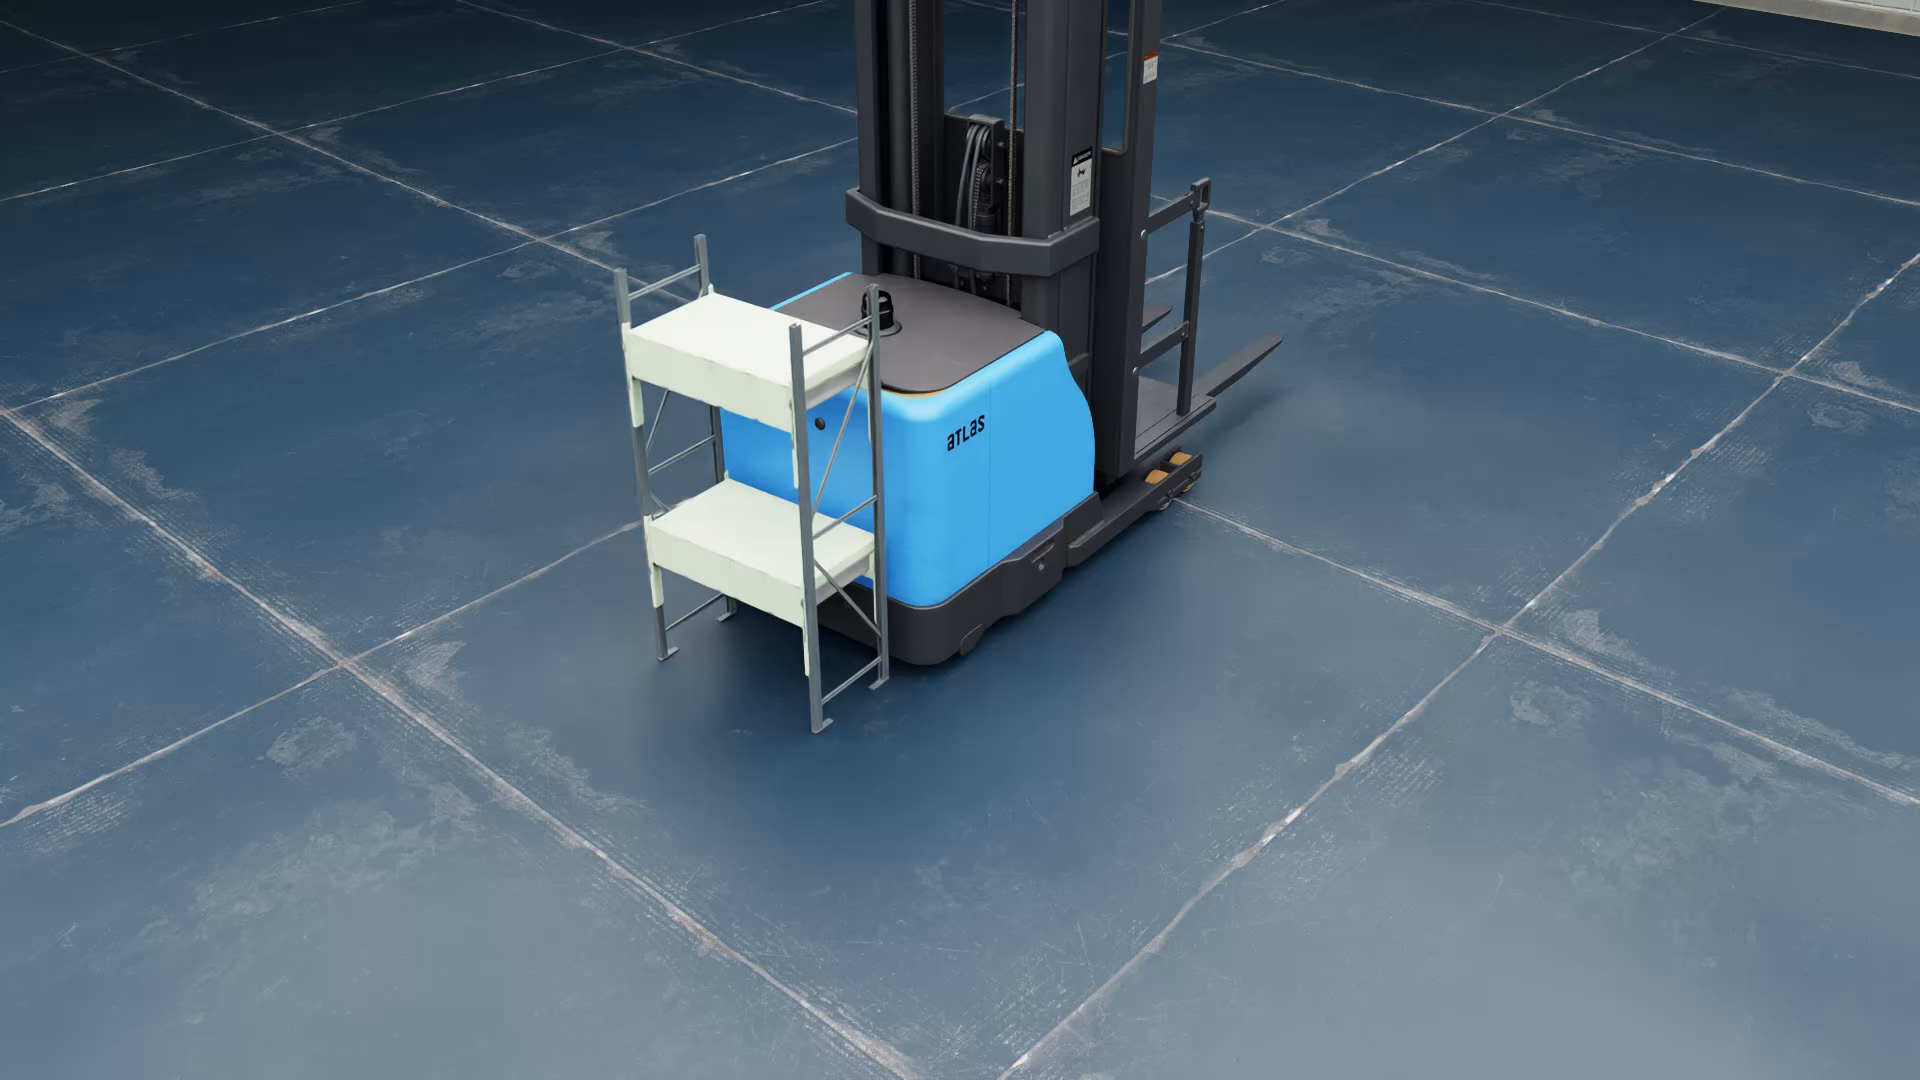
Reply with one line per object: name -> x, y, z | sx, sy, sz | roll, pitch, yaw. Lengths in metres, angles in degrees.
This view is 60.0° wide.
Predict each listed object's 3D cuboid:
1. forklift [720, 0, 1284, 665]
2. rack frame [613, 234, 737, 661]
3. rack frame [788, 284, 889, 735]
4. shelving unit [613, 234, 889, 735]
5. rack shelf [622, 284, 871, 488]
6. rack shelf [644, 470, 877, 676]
forklift -> 0.376, -1.517, 6.428 | 1.130, 2.935, 3.031 | 21, 37, 31
rack frame -> -0.971, -0.289, 5.776 | 0.023, 1.500, 0.400 | 21, 37, 30
rack frame -> -0.378, -0.067, 5.407 | 0.023, 1.500, 0.400 | 21, 37, 30
shelving unit -> -0.674, -0.178, 5.591 | 0.755, 1.500, 0.431 | 21, 37, 30
rack shelf -> -0.675, -0.512, 5.390 | 0.720, 0.370, 0.431 | 21, 37, 30
rack shelf -> -0.674, 0.101, 5.760 | 0.720, 0.370, 0.431 | 21, 37, 30
